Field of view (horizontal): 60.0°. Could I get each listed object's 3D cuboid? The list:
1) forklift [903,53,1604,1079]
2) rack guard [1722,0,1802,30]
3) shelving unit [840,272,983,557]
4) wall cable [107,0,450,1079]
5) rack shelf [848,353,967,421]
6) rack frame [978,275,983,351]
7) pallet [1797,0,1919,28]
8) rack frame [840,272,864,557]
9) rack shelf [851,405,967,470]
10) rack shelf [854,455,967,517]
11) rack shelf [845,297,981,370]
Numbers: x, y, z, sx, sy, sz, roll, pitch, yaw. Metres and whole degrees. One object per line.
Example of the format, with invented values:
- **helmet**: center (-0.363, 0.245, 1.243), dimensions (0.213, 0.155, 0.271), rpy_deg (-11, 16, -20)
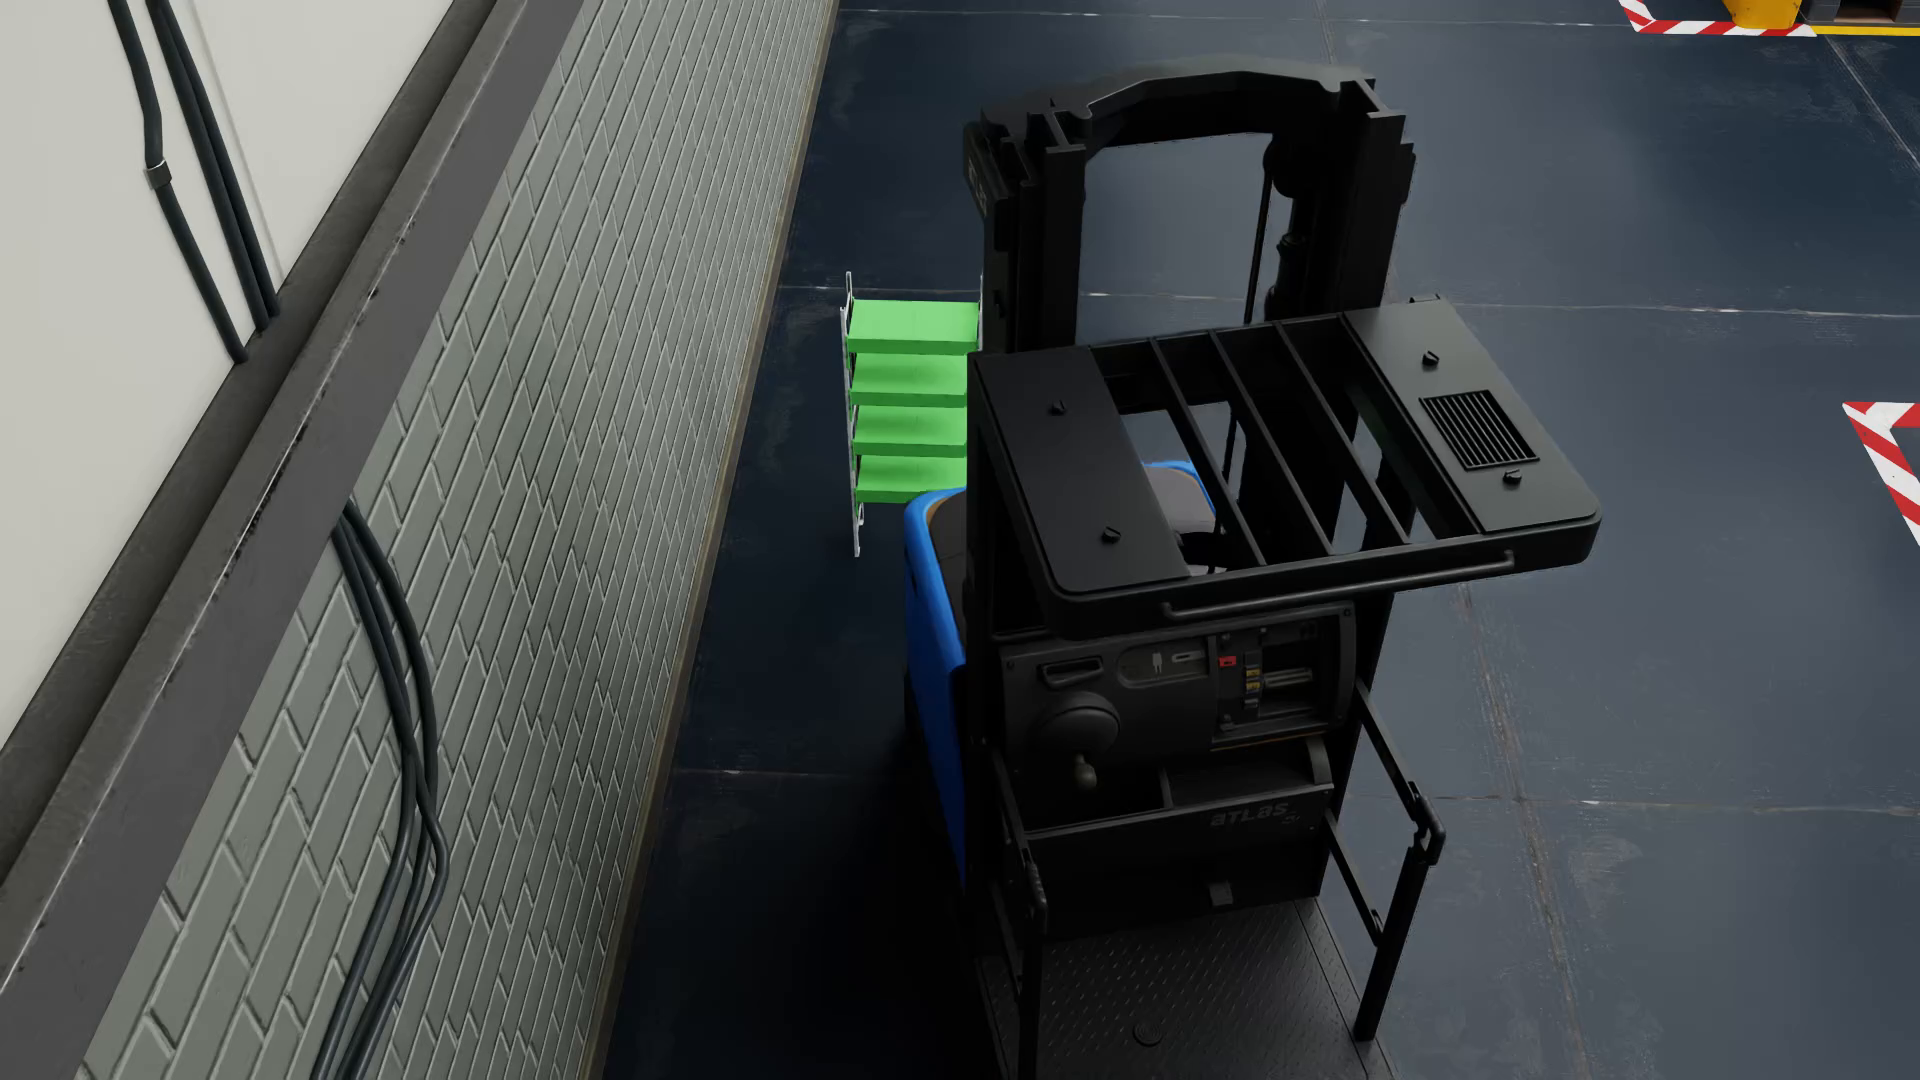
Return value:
- **forklift**: center (0.608, 0.482, 4.083), dimensions (1.130, 2.935, 3.031), rpy_deg (-8, 44, -9)
- **rack guard**: center (4.912, -3.674, 10.327), dimensions (0.348, 0.500, 1.175), rpy_deg (2, 43, 2)
- **shelving unit**: center (-0.165, -0.444, 6.346), dimensions (0.503, 1.200, 0.258), rpy_deg (2, 43, 2)
- **wall cable**: center (-1.144, 0.673, 1.703), dimensions (0.112, 2.526, 3.097), rpy_deg (2, 43, 2)
- **rack shelf**: center (-0.165, -0.573, 6.226), dimensions (0.480, 0.148, 0.258), rpy_deg (2, 43, 2)
- **rack frame**: center (0.078, -0.437, 6.338), dimensions (0.015, 1.200, 0.240), rpy_deg (2, 43, 2)
- **pallet**: center (5.758, -3.525, 10.379), dimensions (1.213, 0.211, 1.003), rpy_deg (2, 43, 2)
- **rack frame**: center (-0.409, -0.452, 6.355), dimensions (0.015, 1.200, 0.240), rpy_deg (2, 43, 2)
- **rack shelf**: center (-0.165, -0.397, 6.390), dimensions (0.480, 0.148, 0.258), rpy_deg (2, 43, 2)
- **rack shelf**: center (-0.165, -0.222, 6.554), dimensions (0.480, 0.148, 0.258), rpy_deg (2, 43, 2)
- **rack shelf**: center (-0.165, -0.749, 6.063), dimensions (0.480, 0.148, 0.258), rpy_deg (2, 43, 2)
